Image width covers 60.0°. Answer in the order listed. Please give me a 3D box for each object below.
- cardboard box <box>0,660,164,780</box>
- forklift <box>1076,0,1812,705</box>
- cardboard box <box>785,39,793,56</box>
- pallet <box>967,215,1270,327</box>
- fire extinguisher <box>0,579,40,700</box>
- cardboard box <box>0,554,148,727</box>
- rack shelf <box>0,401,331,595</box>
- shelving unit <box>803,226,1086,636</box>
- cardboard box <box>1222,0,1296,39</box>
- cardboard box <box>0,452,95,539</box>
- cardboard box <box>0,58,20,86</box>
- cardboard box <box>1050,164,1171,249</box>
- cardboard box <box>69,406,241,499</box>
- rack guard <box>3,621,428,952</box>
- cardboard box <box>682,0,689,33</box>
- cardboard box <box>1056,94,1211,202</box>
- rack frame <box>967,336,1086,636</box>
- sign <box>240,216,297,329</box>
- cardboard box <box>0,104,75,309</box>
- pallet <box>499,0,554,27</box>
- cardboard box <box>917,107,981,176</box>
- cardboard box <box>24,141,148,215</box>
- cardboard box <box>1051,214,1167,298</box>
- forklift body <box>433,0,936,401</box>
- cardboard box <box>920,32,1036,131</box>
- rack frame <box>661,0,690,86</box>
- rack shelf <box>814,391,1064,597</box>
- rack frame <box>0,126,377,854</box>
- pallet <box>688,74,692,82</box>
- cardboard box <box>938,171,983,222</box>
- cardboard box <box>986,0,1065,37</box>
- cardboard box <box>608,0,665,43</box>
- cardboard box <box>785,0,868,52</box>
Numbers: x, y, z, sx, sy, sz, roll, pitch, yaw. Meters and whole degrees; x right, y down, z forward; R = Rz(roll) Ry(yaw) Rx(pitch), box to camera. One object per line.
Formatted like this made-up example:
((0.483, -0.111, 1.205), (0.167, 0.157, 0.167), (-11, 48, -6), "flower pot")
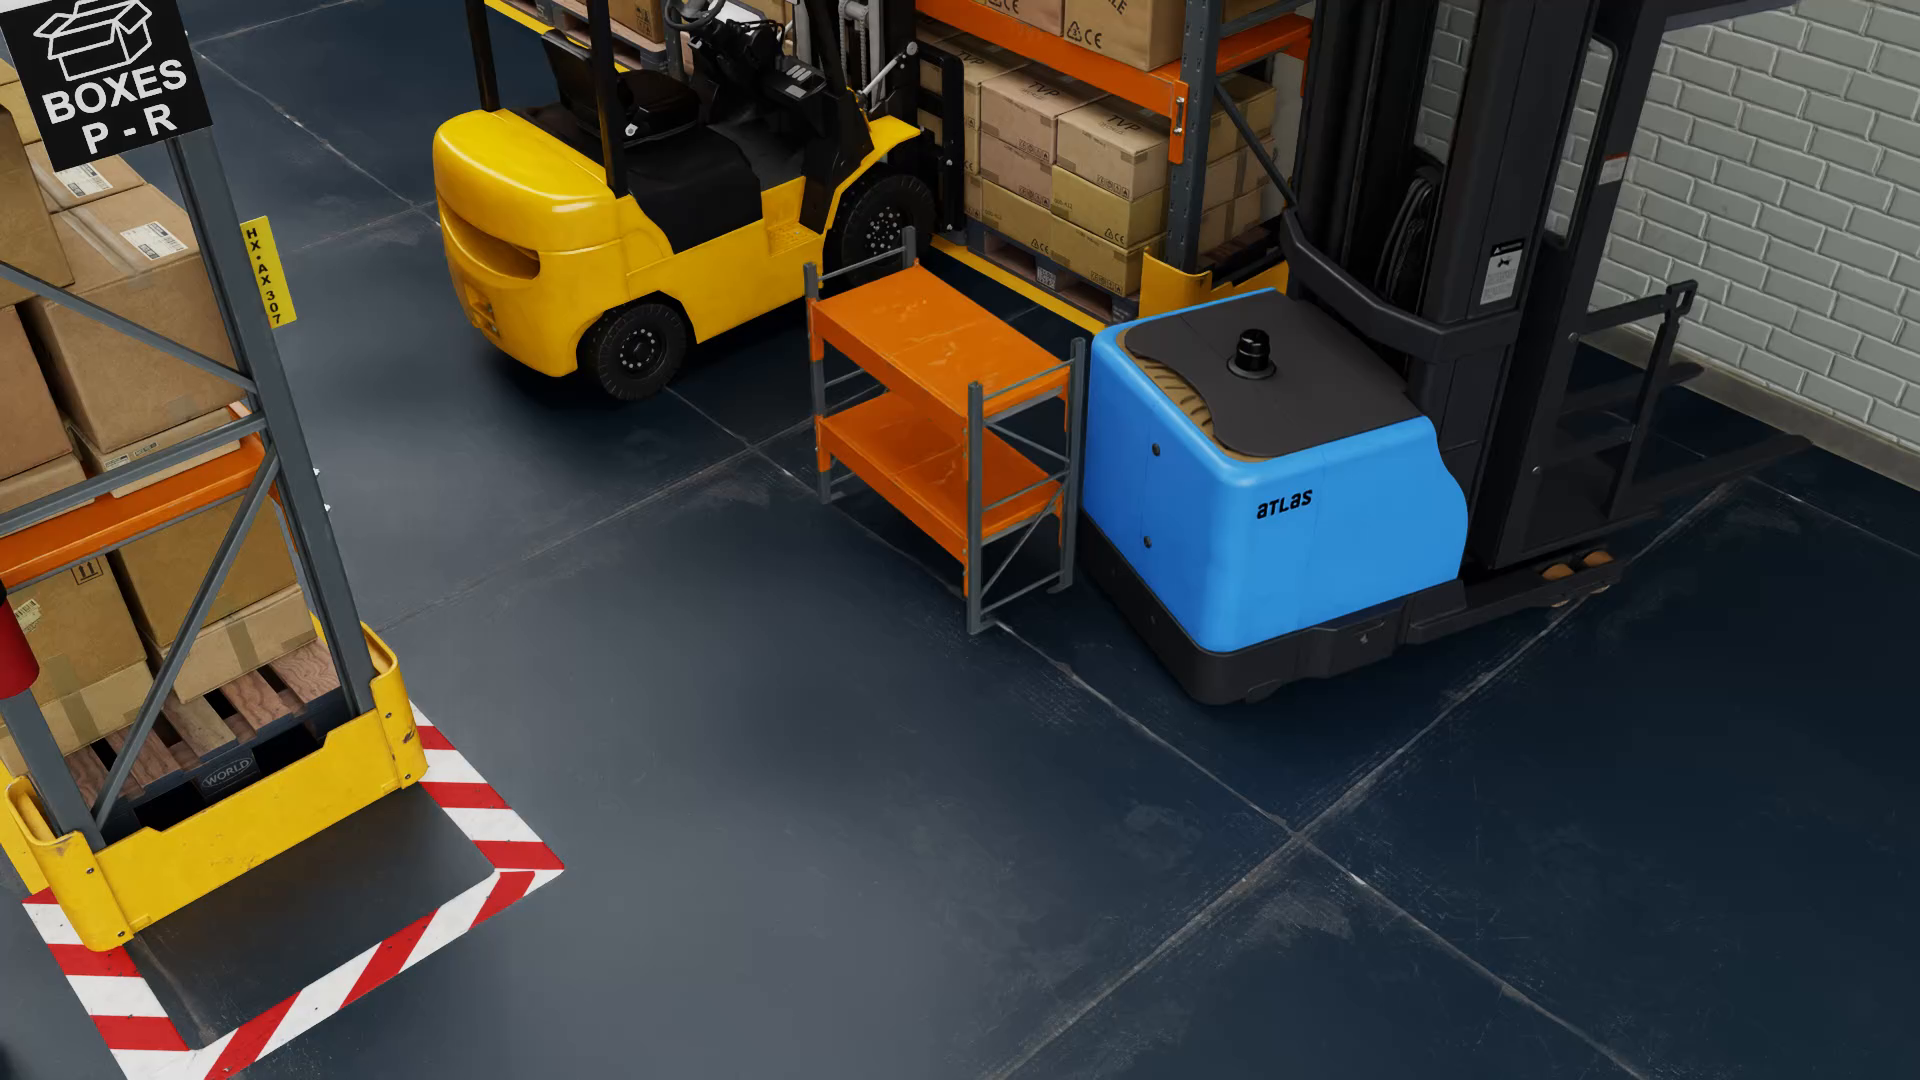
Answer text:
((-3.075, 0.472, 5.632), (0.500, 0.250, 0.500), (-30, 48, -32), "cardboard box")
((2.019, -1.169, 5.864), (3.031, 2.935, 1.130), (-16, 42, -19), "forklift")
((-0.592, -2.589, 9.024), (0.500, 0.250, 0.500), (-30, 48, -32), "cardboard box")
((0.792, -1.525, 8.471), (1.003, 0.211, 1.213), (-30, 48, -32), "pallet")
((-2.576, 0.116, 4.281), (0.296, 0.674, 0.183), (-30, 48, -32), "fire extinguisher")
((-3.048, 0.192, 5.383), (0.500, 0.500, 0.500), (-30, 47, -31), "cardboard box")
((-3.667, -0.809, 5.937), (1.077, 0.370, 4.000), (-30, 48, -32), "rack shelf")
((-0.074, -0.431, 6.388), (0.538, 1.125, 1.048), (-26, 45, -28), "shelving unit")
((1.209, -2.660, 7.577), (0.500, 0.500, 0.500), (-28, 47, -30), "cardboard box")
((-2.724, -0.147, 4.745), (0.380, 0.149, 0.250), (-28, 47, -30), "cardboard box")
((-3.478, -1.360, 5.731), (0.500, 0.500, 0.500), (-31, 48, -33), "cardboard box")
((0.780, -1.655, 7.868), (0.500, 0.250, 0.500), (-31, 48, -32), "cardboard box")
((-2.391, -0.310, 4.947), (0.380, 0.149, 0.250), (-30, 48, -32), "cardboard box")
((-2.365, 0.774, 5.393), (1.175, 0.500, 0.348), (-30, 48, -32), "rack guard")
((-1.266, -3.058, 9.606), (0.500, 0.250, 0.500), (-30, 48, -32), "cardboard box")
((0.799, -1.837, 7.696), (0.500, 0.250, 0.500), (-28, 47, -30), "cardboard box")
((0.234, -0.177, 6.073), (0.500, 1.125, 0.032), (-26, 45, -28), "rack frame")
((-1.914, -0.730, 4.578), (0.100, 0.325, 0.005), (-30, 48, -32), "sign")
((-2.820, -0.850, 4.303), (0.700, 0.500, 0.500), (-31, 48, -33), "cardboard box")
((-2.722, -3.930, 11.448), (1.003, 0.211, 1.213), (-30, 48, -32), "pallet")
((0.084, -2.121, 8.445), (0.500, 0.250, 0.500), (-31, 48, -33), "cardboard box")
((-2.783, -0.893, 5.152), (0.500, 0.500, 0.500), (-28, 47, -31), "cardboard box")
((0.789, -1.451, 8.013), (0.500, 0.250, 0.500), (-30, 47, -31), "cardboard box")
((-1.287, -2.046, 7.572), (2.313, 2.155, 1.214), (-30, 48, -32), "forklift body")
((0.100, -2.300, 8.269), (0.500, 0.250, 0.500), (-29, 47, -31), "cardboard box")
((-1.366, -4.125, 9.470), (1.000, 3.000, 0.127), (-30, 48, -32), "rack frame")
((-0.074, -0.241, 6.542), (0.538, 0.278, 1.000), (-26, 45, -28), "rack shelf")
((-2.314, -0.163, 4.564), (1.000, 3.000, 0.127), (-30, 48, -32), "rack frame")
((-0.859, -2.655, 9.869), (1.003, 0.211, 1.213), (-30, 48, -32), "pallet")
((0.128, -1.920, 8.595), (0.500, 0.250, 0.500), (-29, 47, -31), "cardboard box")
((0.469, -2.673, 7.593), (0.500, 0.500, 0.500), (-28, 47, -31), "cardboard box")
((-1.727, -3.602, 10.378), (0.875, 0.625, 0.625), (-28, 46, -30), "cardboard box")
((-0.586, -2.784, 8.869), (0.500, 0.250, 0.500), (-28, 47, -30), "cardboard box")
